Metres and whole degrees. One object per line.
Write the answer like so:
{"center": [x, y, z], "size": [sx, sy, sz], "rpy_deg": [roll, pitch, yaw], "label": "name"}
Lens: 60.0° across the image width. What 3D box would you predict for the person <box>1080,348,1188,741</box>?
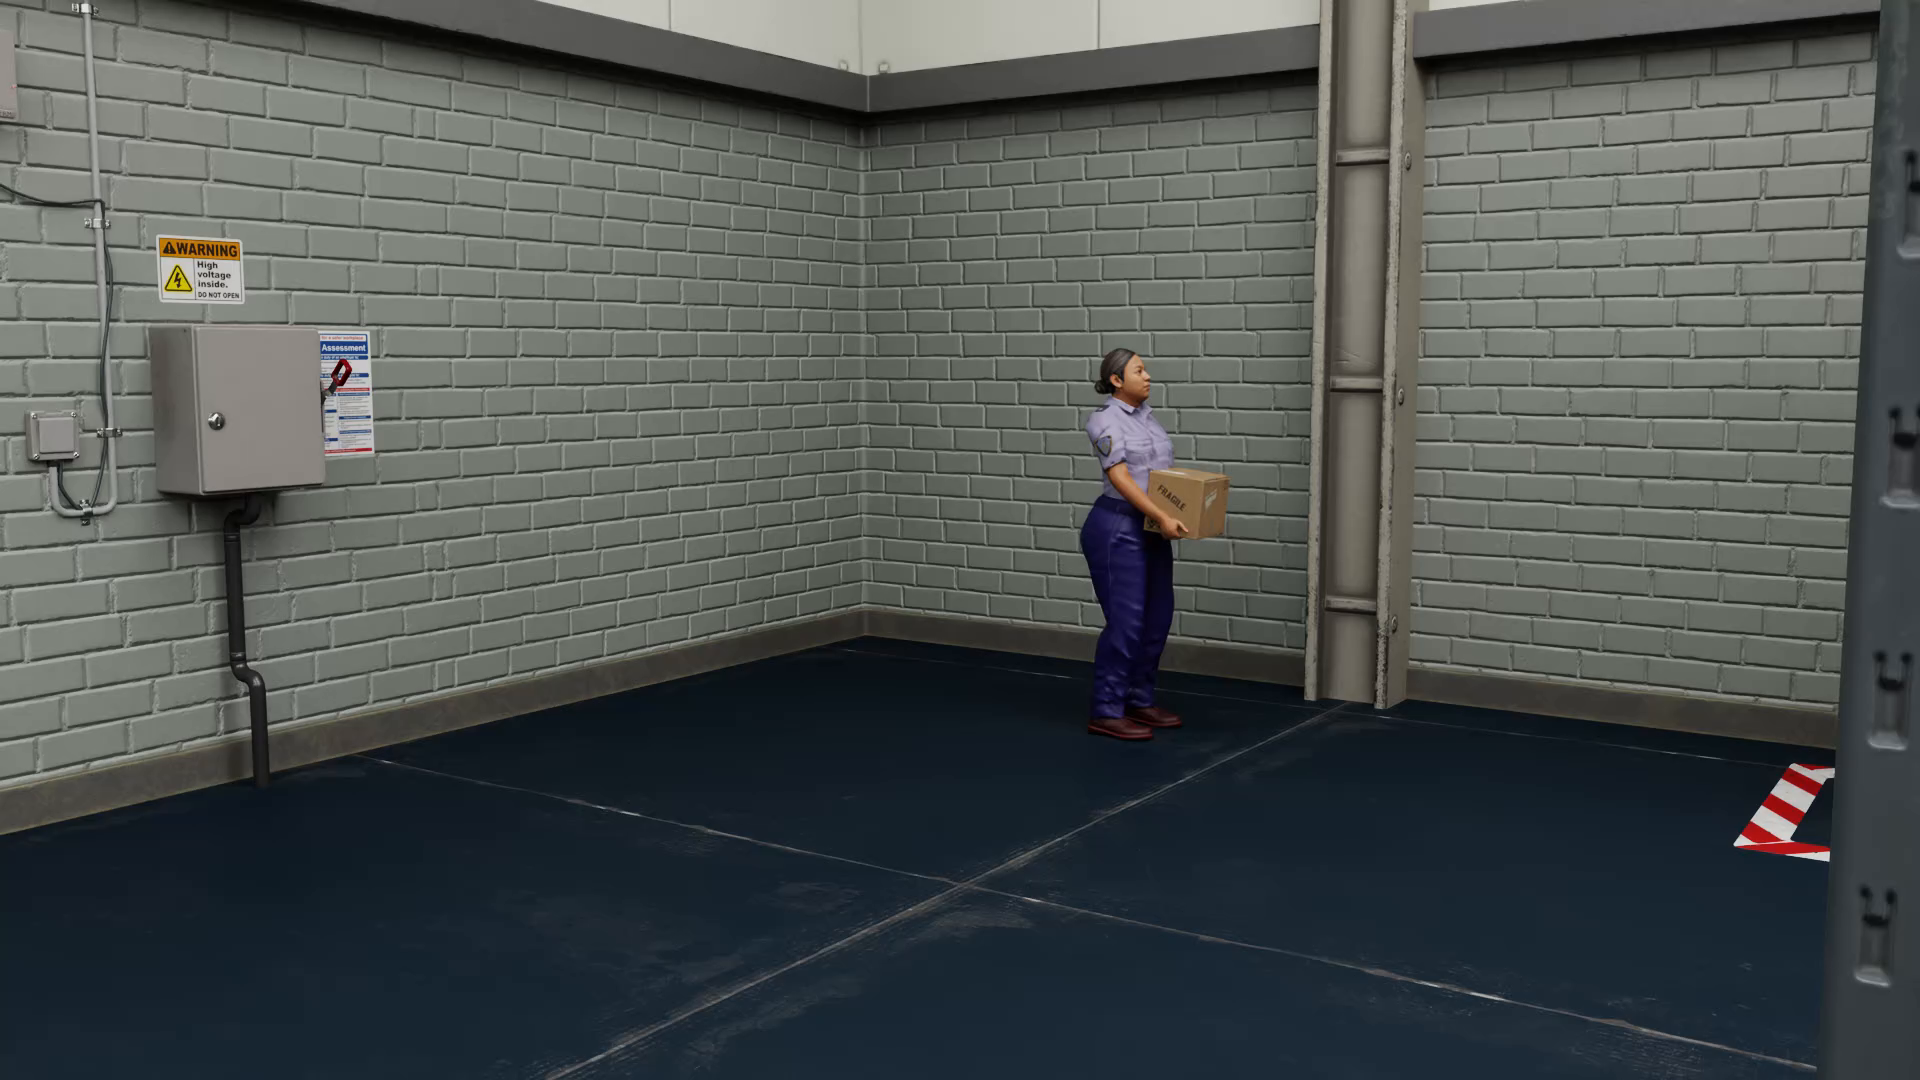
{"center": [0.797, 0.009, 7.050], "size": [0.518, 1.634, 0.452], "rpy_deg": [4, 8, 34], "label": "person"}
